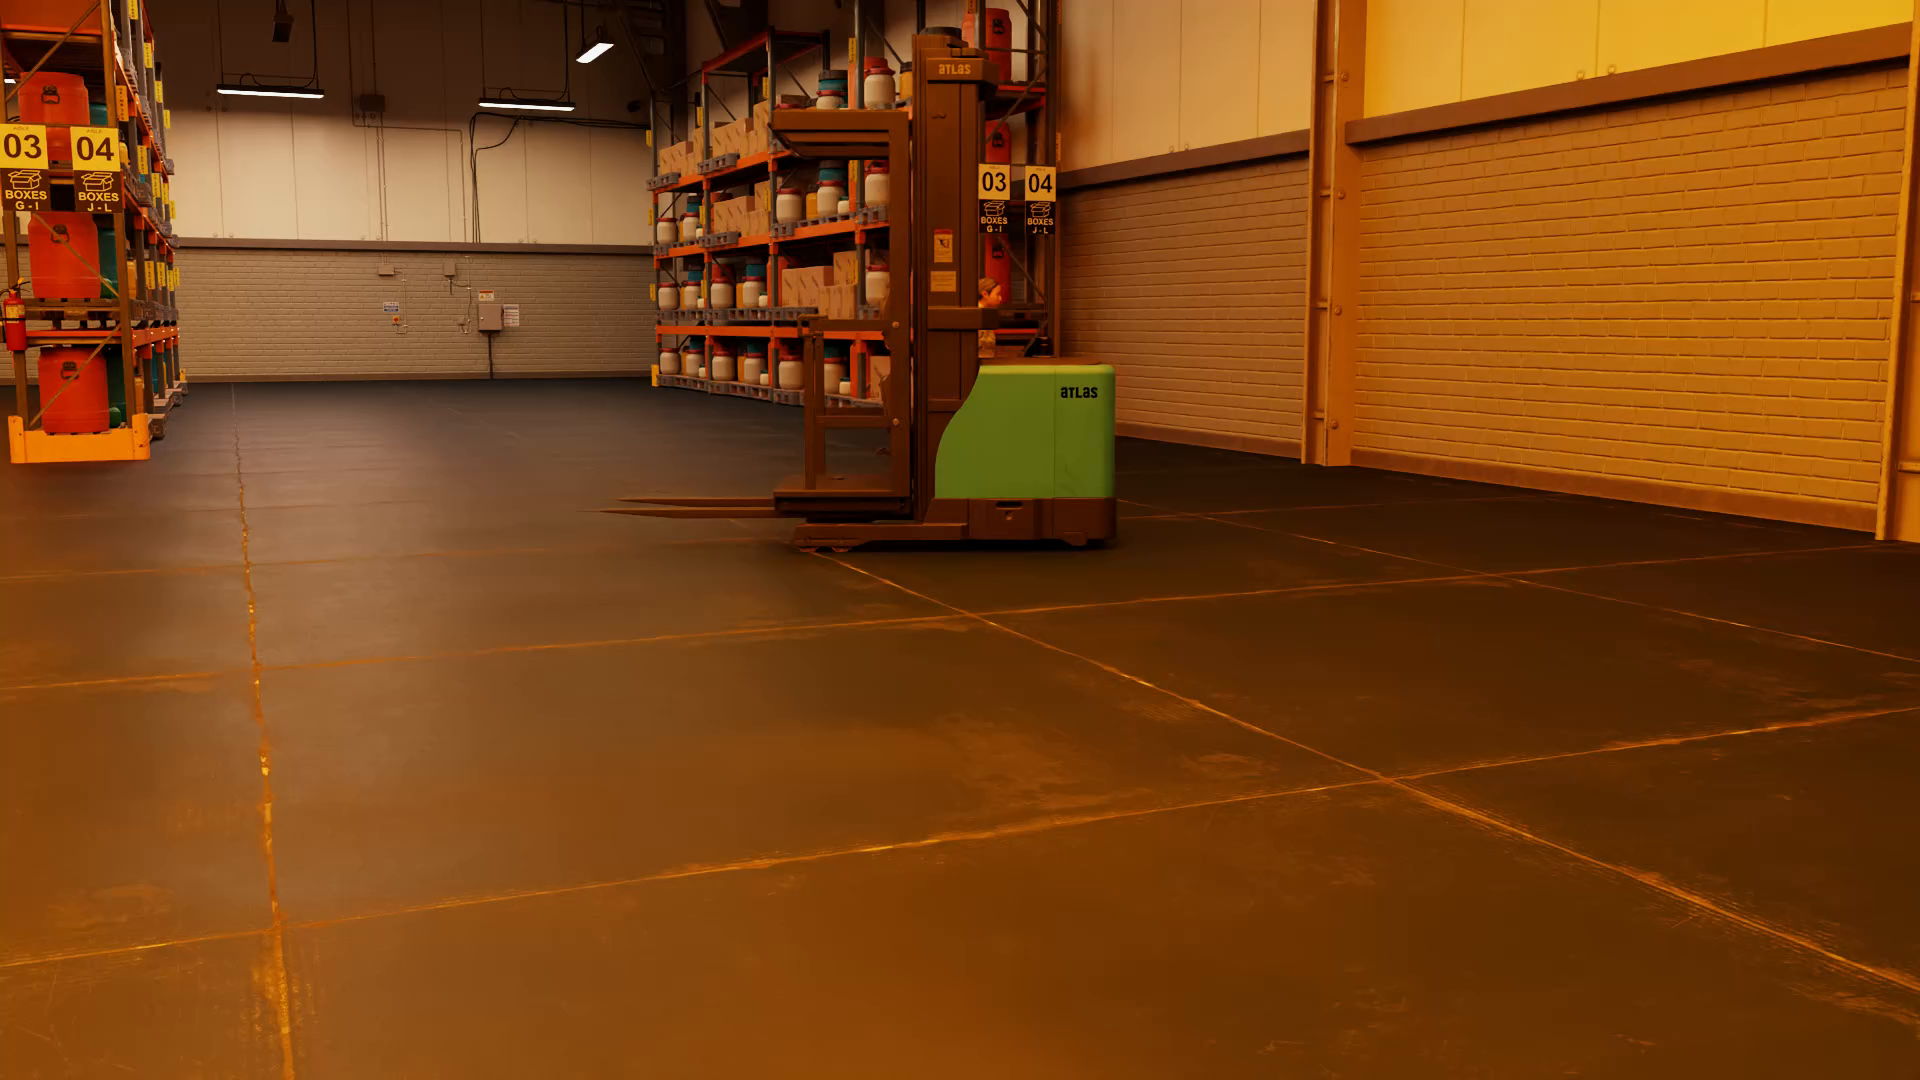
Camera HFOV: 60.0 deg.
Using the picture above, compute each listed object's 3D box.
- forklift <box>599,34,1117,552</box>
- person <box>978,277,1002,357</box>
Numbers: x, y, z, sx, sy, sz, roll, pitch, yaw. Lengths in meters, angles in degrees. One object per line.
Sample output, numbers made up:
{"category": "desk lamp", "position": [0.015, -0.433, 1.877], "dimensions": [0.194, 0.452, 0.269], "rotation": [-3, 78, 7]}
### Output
{"category": "forklift", "position": [-0.610, -1.451, 9.948], "dimensions": [3.031, 2.935, 1.130], "rotation": [0, 8, -1]}
{"category": "person", "position": [0.141, -1.113, 12.291], "dimensions": [0.380, 1.650, 0.538], "rotation": [0, 8, 1]}
